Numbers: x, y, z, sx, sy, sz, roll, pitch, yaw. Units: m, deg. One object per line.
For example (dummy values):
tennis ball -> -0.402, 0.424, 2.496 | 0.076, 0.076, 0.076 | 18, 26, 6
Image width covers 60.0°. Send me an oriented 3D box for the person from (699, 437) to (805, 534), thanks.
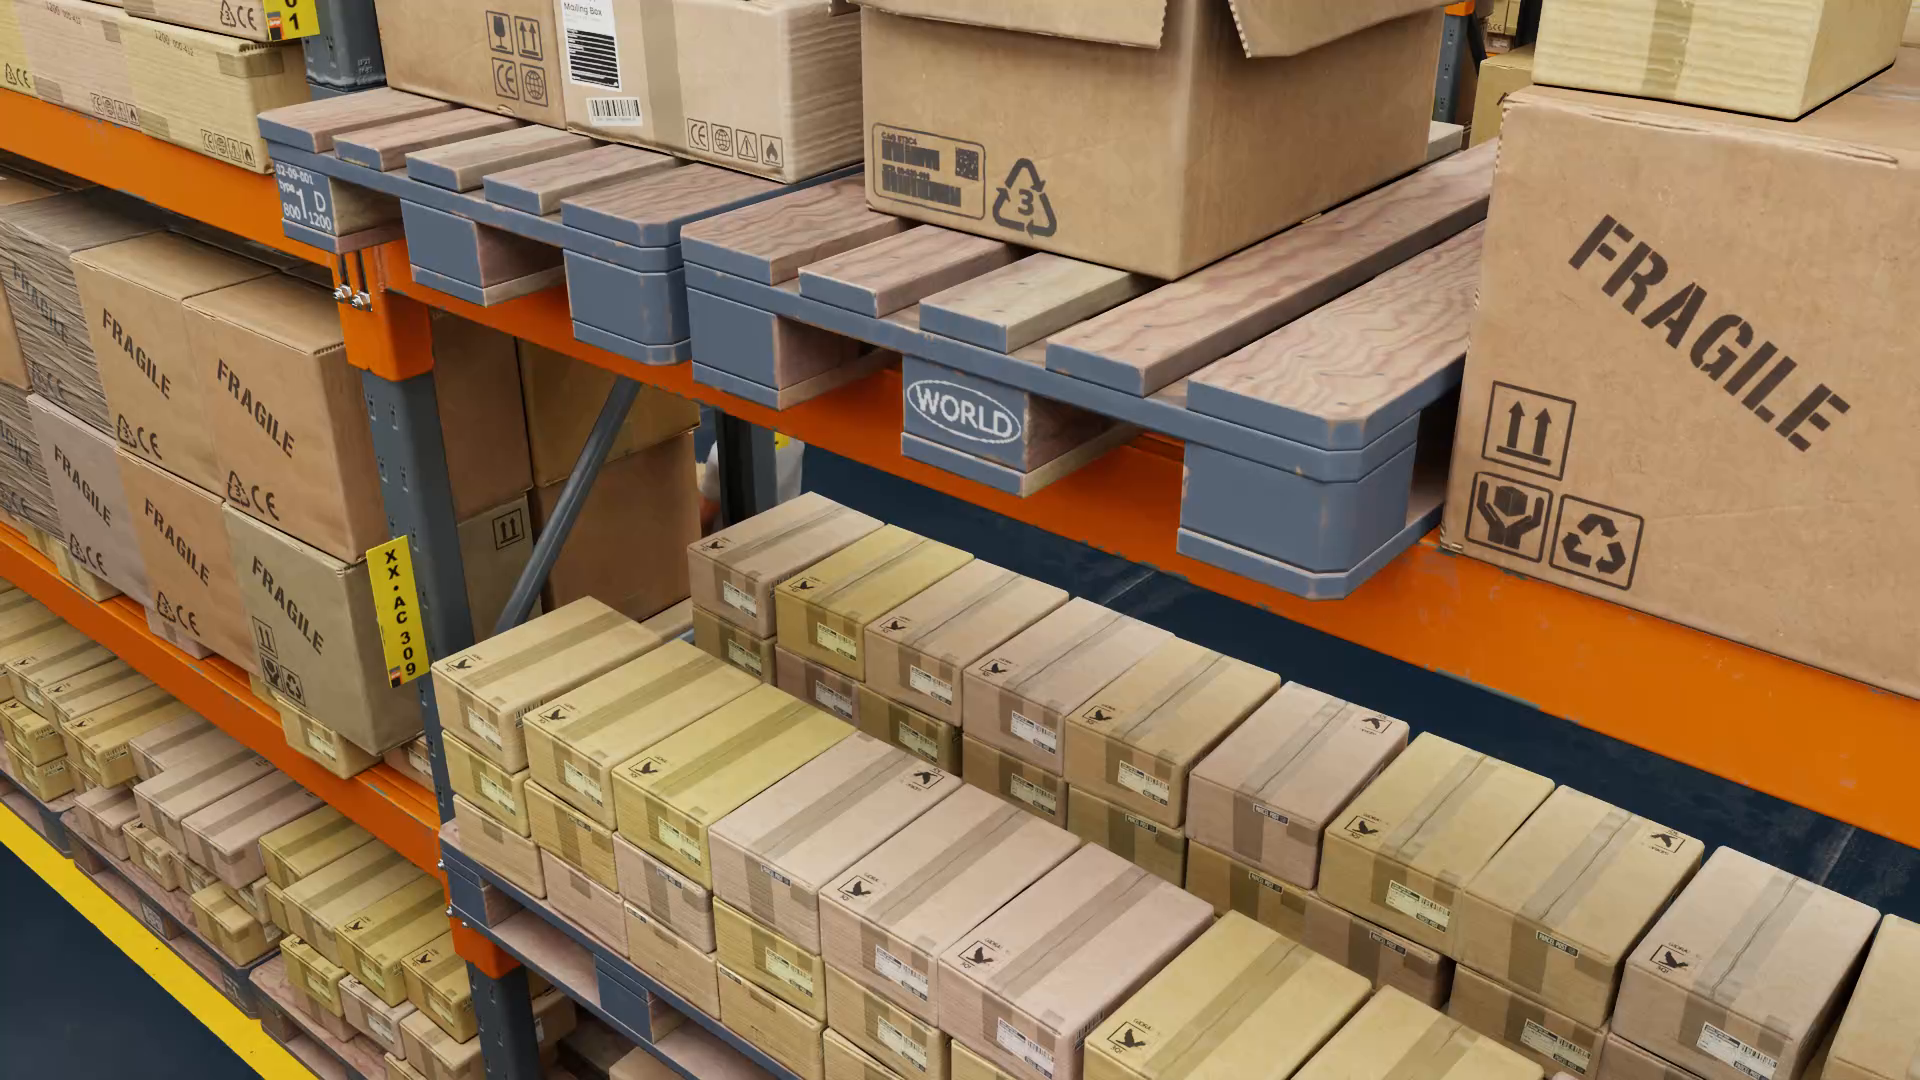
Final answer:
person -> -0.772, 0.059, 6.007 | 0.534, 1.674, 0.452 | 21, 34, 34
